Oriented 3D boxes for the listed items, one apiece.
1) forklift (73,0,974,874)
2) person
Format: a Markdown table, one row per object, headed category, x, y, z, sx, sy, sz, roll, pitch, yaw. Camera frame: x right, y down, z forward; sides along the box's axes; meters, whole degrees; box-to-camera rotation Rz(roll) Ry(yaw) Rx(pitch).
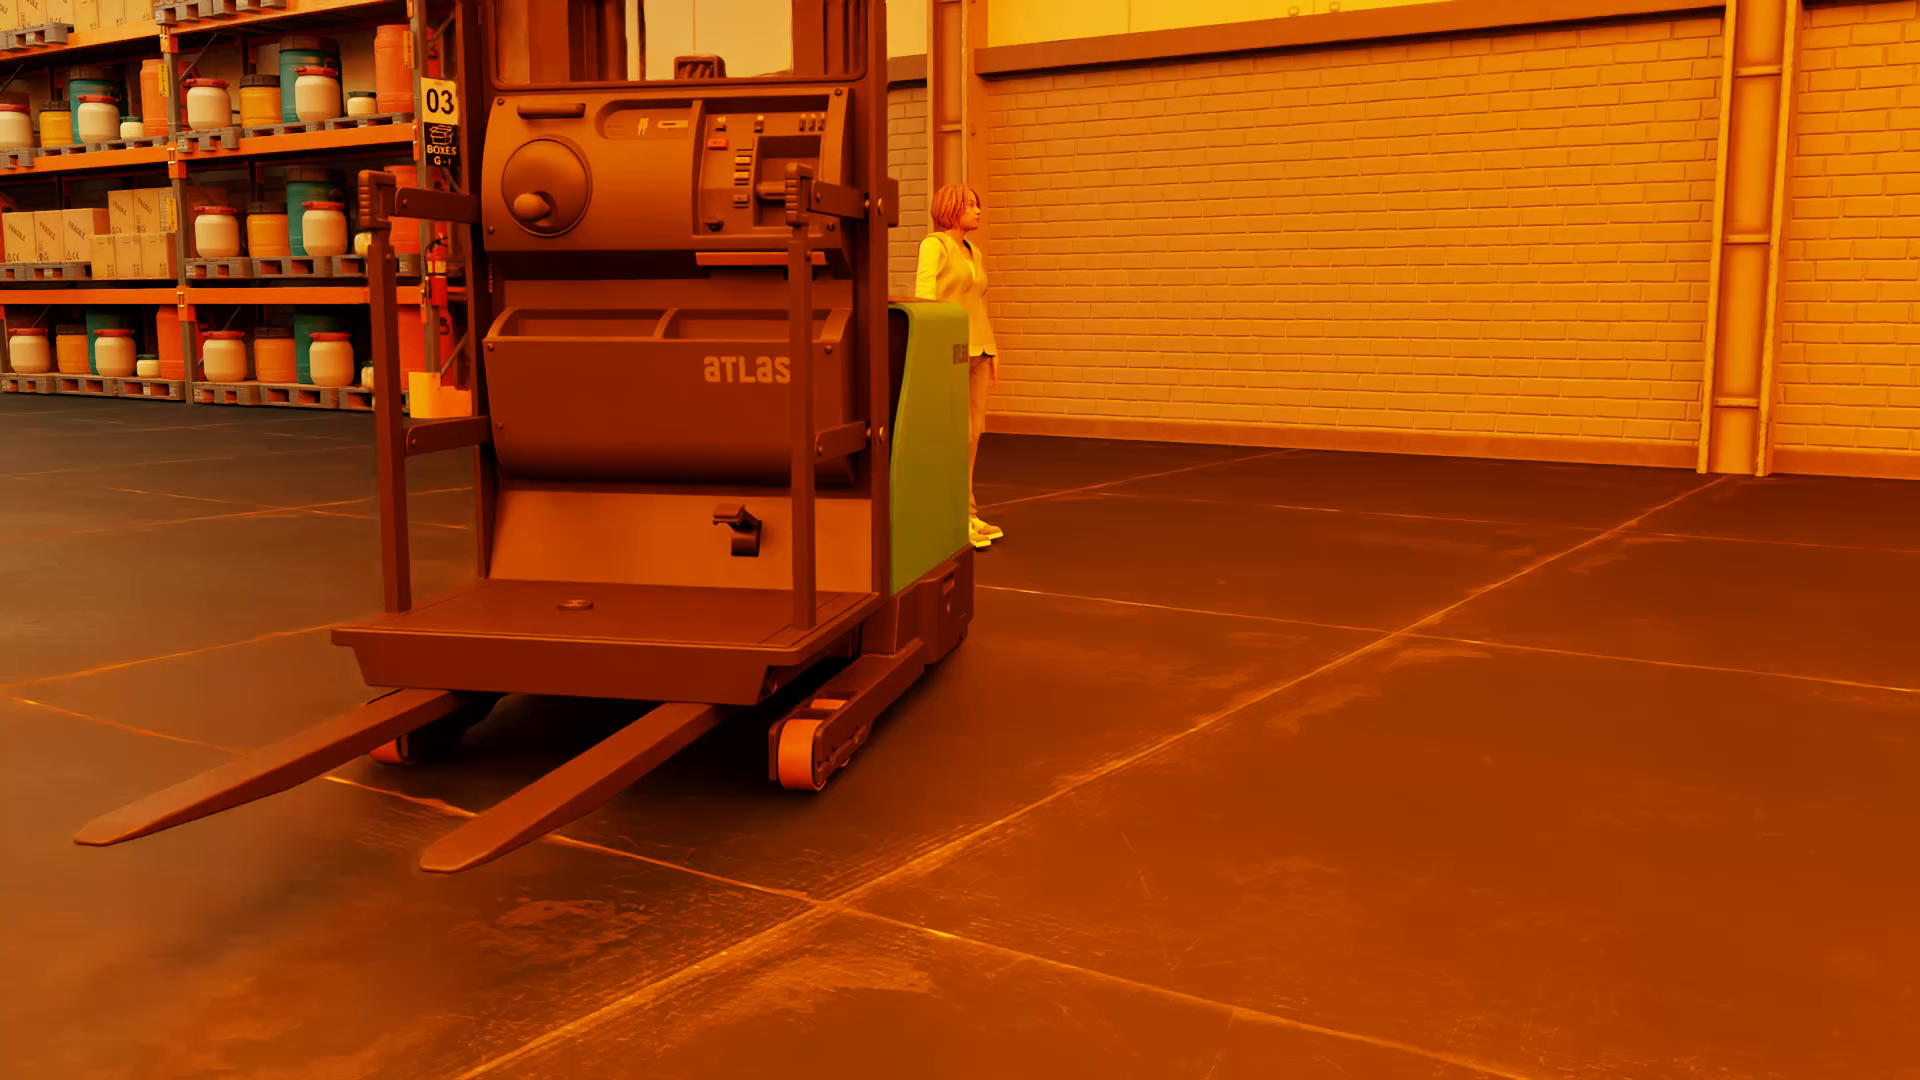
| category | x | y | z | sx | sy | sz | roll | pitch | yaw |
| --- | --- | --- | --- | --- | --- | --- | --- | --- | --- |
| forklift | -0.770 | -0.950 | 3.871 | 1.130 | 2.935 | 3.031 | 2 | 8 | 12 |
| person | 0.053 | -0.791 | 7.438 | 0.475 | 1.597 | 0.520 | 5 | 10 | 34 |
